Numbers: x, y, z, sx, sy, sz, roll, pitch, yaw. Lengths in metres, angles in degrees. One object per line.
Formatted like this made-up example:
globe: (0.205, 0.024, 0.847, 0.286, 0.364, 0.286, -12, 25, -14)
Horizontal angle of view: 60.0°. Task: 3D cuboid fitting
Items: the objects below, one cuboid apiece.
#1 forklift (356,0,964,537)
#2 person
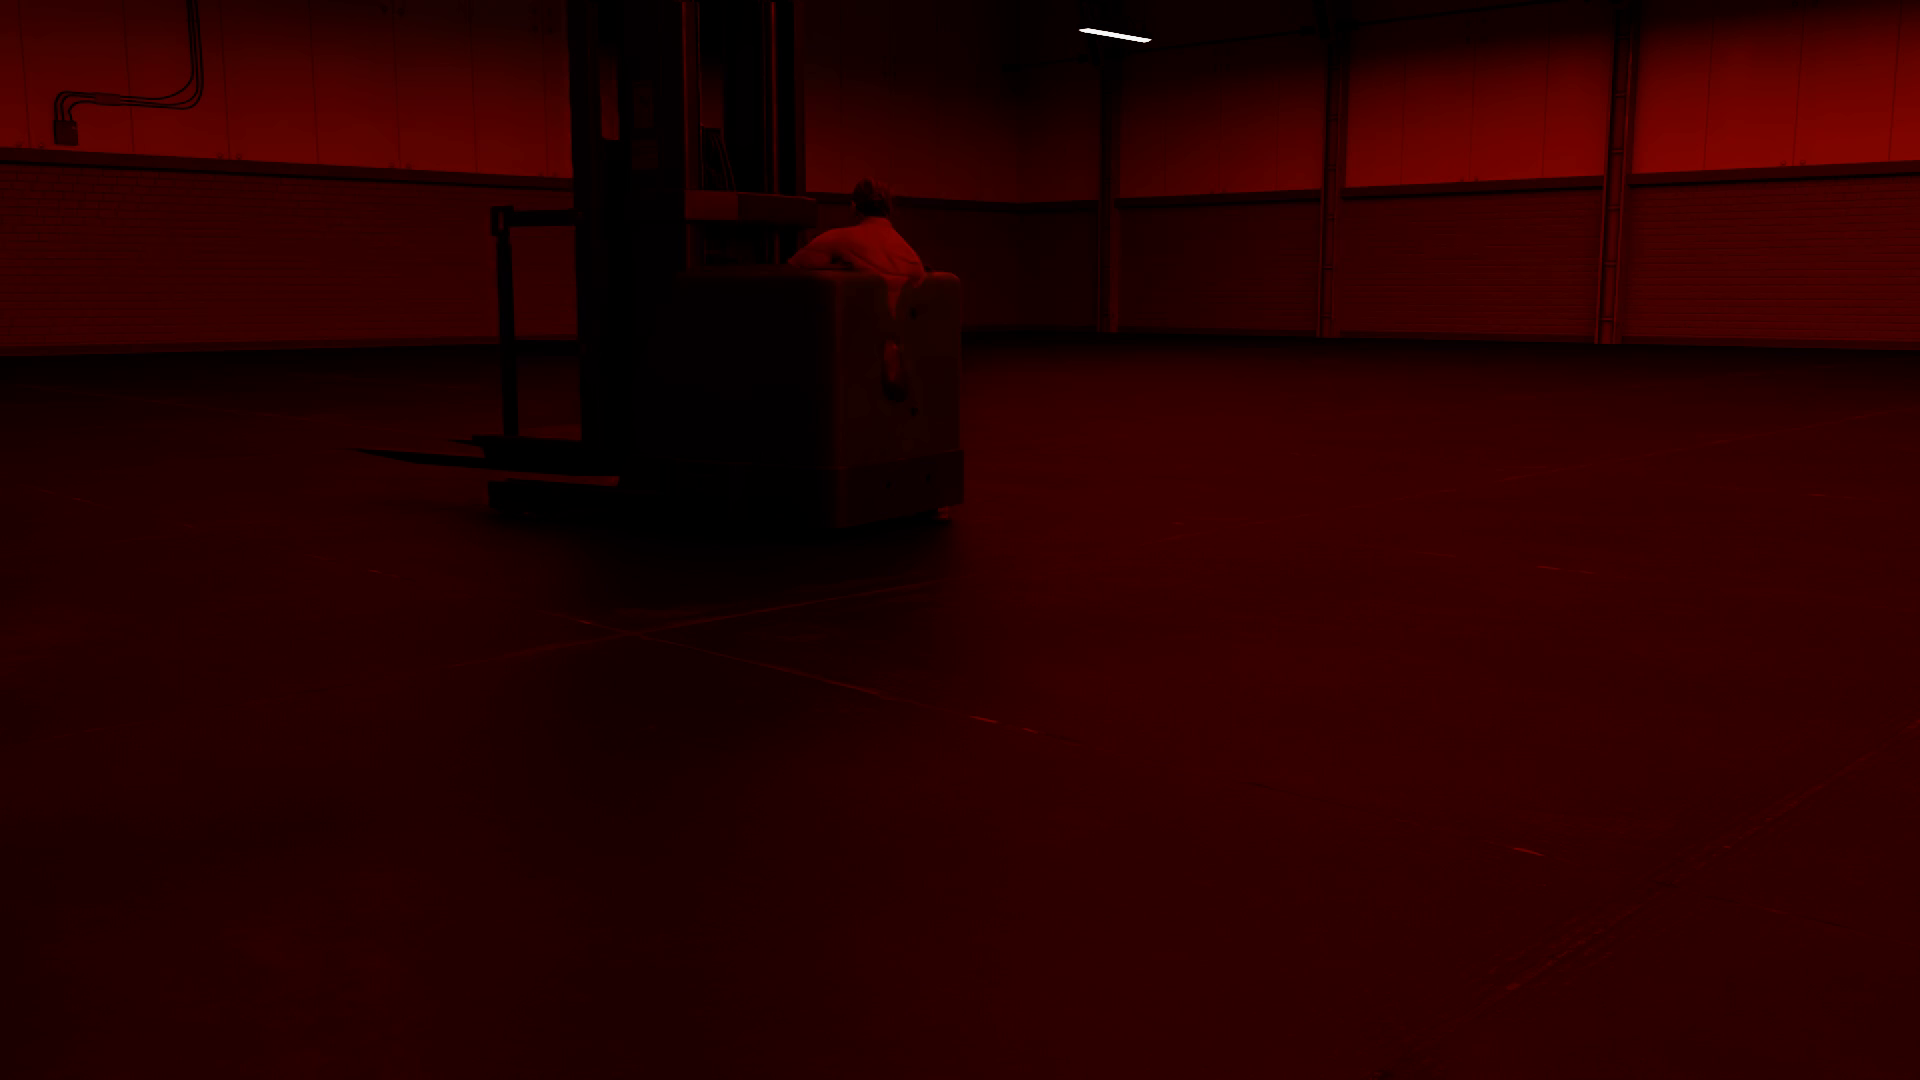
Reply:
forklift: (-1.507, -1.600, 7.497, 3.031, 2.935, 1.130, 5, 10, 31)
person: (-0.464, -0.781, 7.007, 0.872, 1.451, 0.680, -4, 9, -22)
